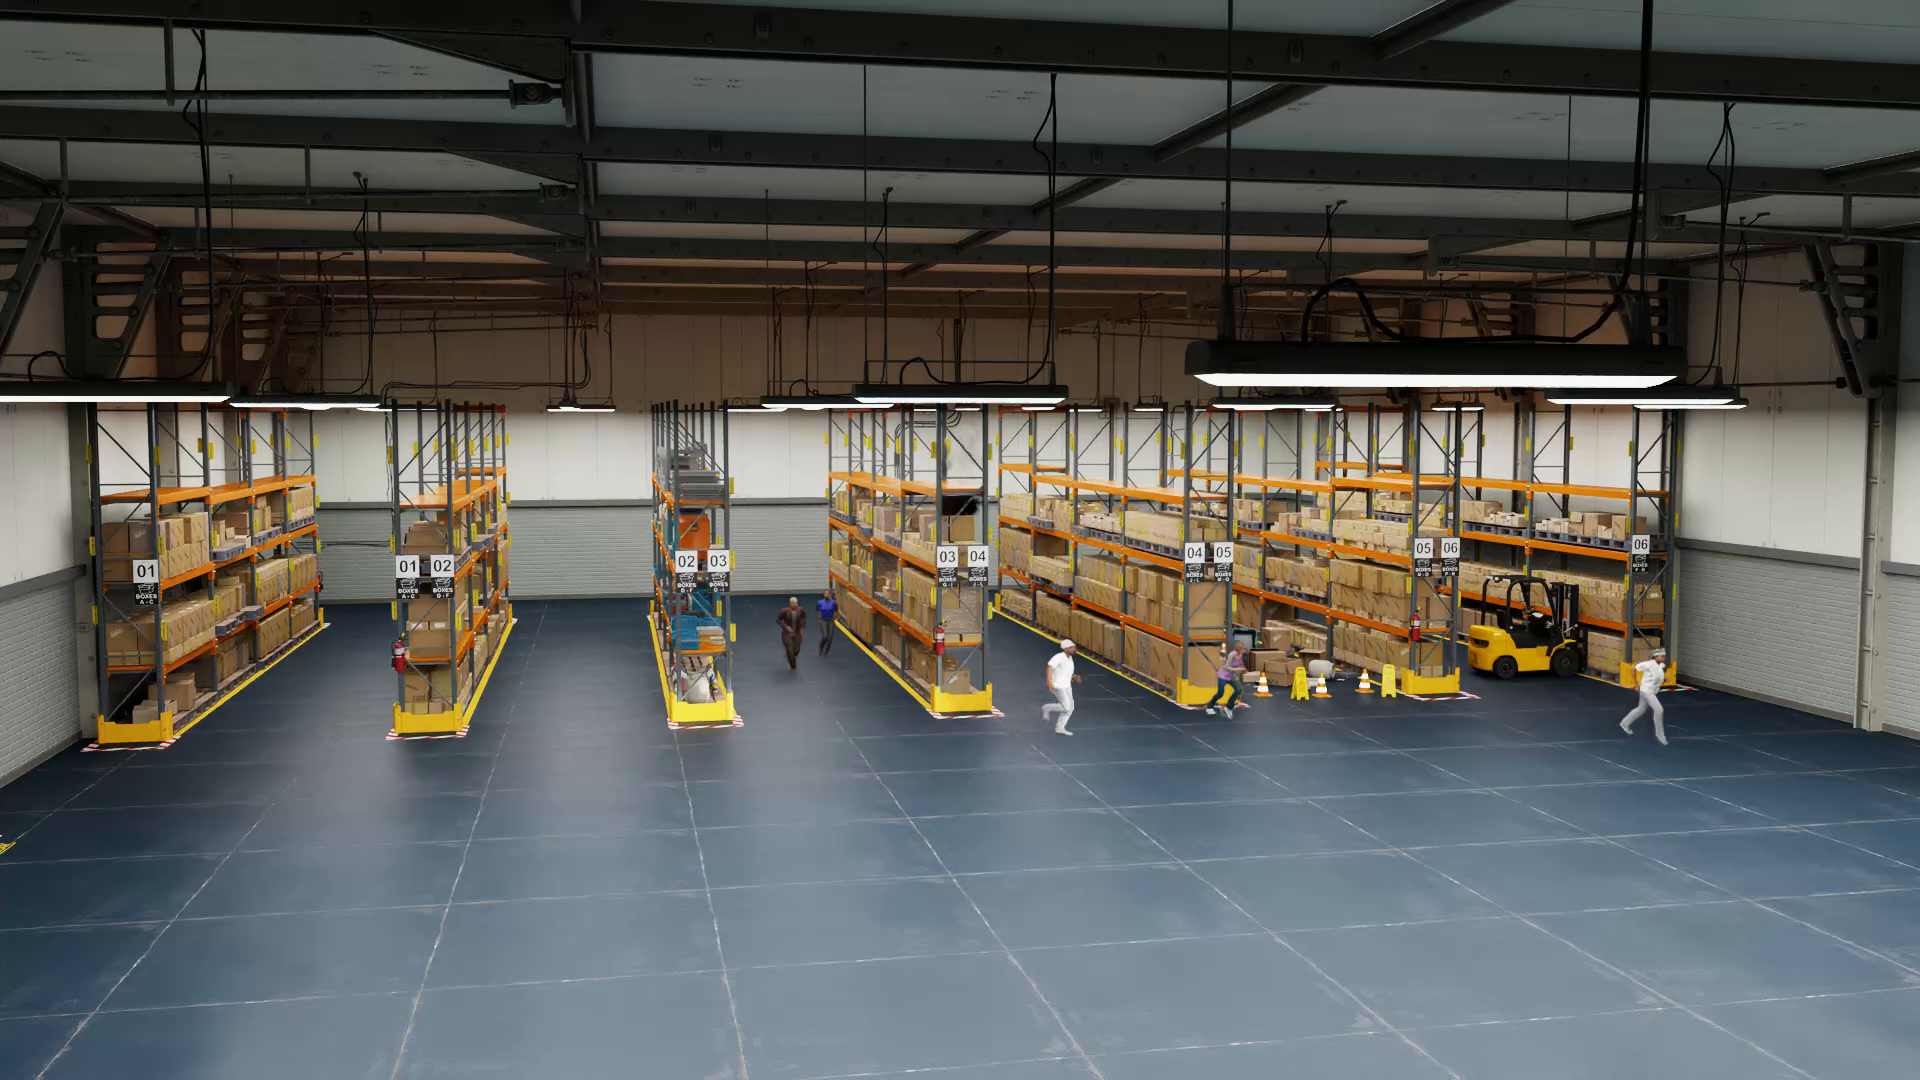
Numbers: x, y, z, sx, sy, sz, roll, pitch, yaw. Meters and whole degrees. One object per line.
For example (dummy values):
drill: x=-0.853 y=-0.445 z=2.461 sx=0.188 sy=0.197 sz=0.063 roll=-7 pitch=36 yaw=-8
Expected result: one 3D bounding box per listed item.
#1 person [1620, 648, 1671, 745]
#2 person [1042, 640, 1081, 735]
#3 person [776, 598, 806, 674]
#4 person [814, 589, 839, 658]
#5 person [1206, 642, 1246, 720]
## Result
person: x=12.047 y=2.705 z=29.233 sx=0.577 sy=1.699 sz=0.957 roll=-3 pitch=6 yaw=-39
person: x=1.813 y=2.636 z=29.852 sx=0.691 sy=1.715 sz=0.743 roll=2 pitch=5 yaw=30
person: x=-3.748 y=2.108 z=36.930 sx=0.703 sy=1.713 sz=0.797 roll=-1 pitch=5 yaw=-17
person: x=-3.104 y=1.970 z=39.034 sx=0.561 sy=1.621 sz=0.573 roll=-1 pitch=4 yaw=-14
person: x=5.047 y=2.635 z=31.336 sx=0.897 sy=1.495 sz=0.577 roll=4 pitch=6 yaw=42
